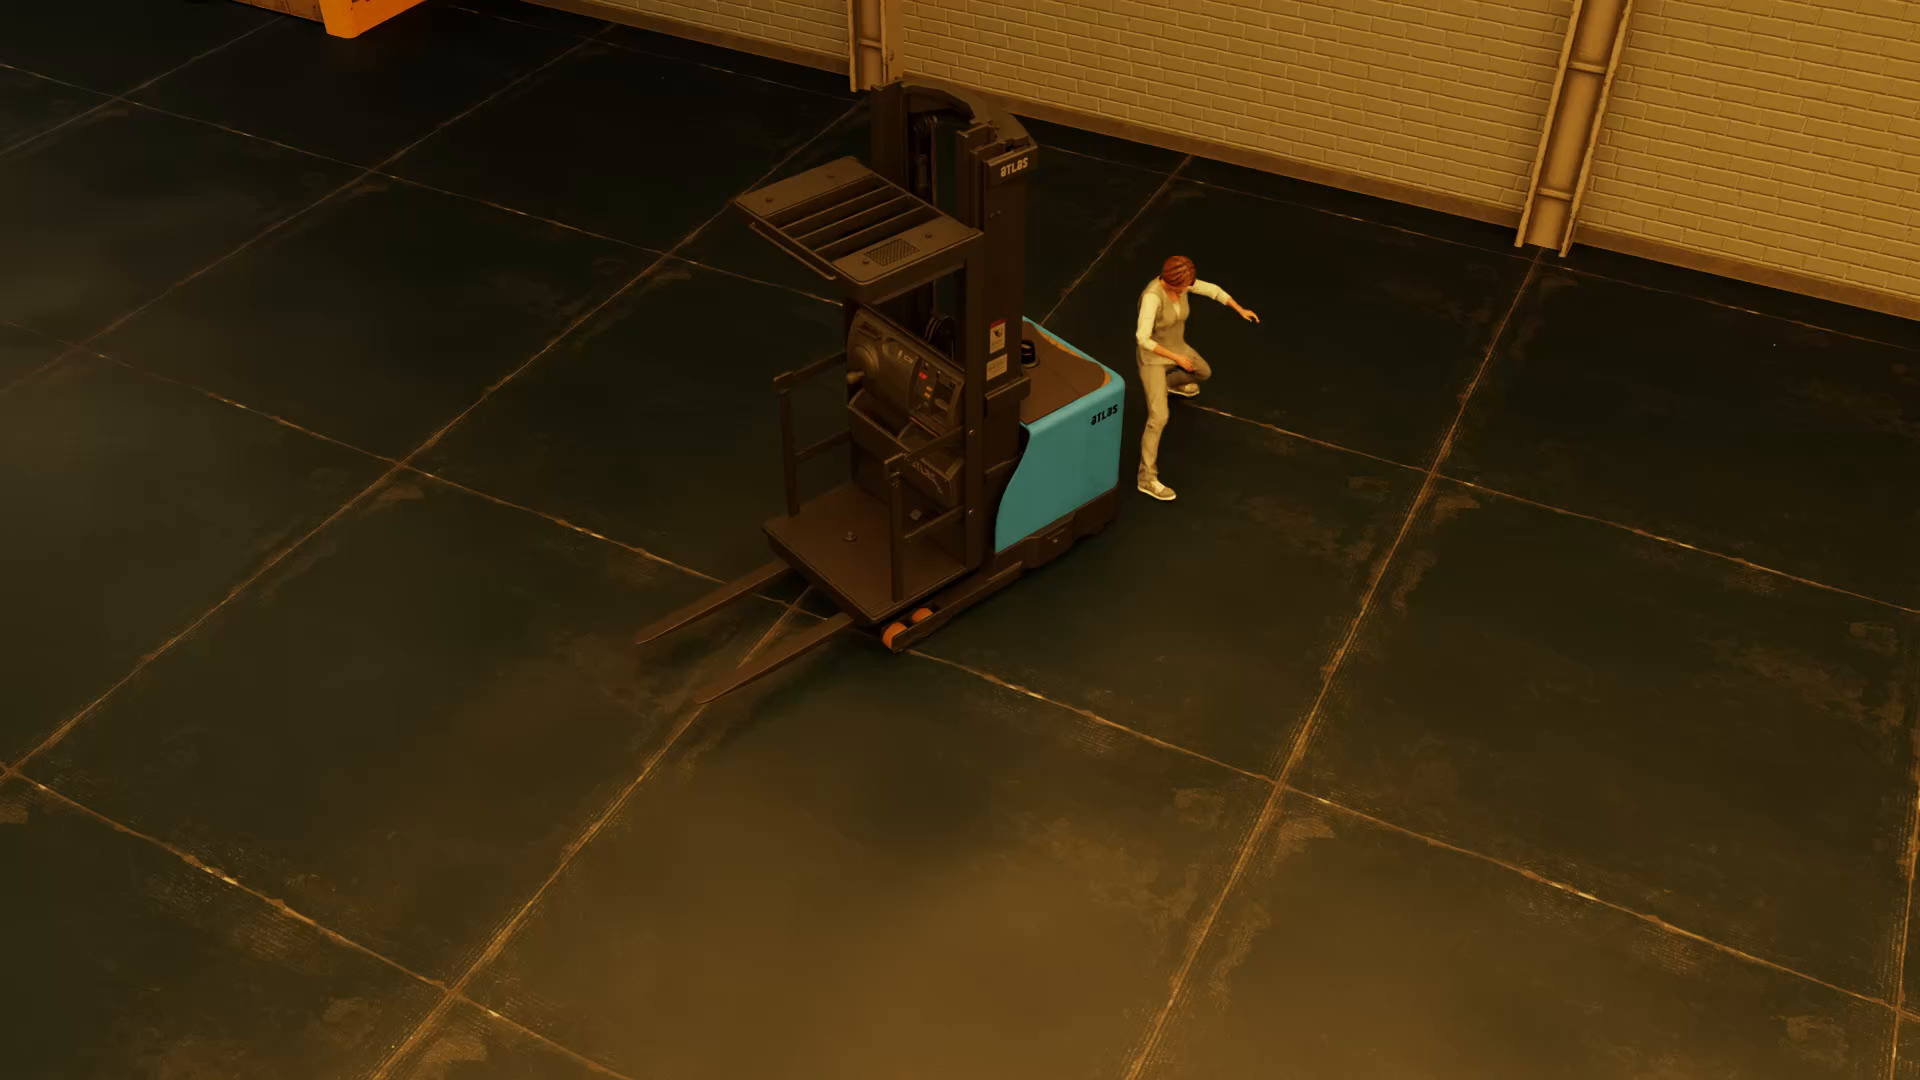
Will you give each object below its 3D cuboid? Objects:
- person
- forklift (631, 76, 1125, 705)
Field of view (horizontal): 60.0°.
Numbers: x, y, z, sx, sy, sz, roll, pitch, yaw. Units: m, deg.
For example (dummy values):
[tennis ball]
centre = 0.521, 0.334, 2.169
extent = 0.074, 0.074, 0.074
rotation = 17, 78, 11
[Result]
[person]
centre = 1.417, -1.173, 10.577
extent = 0.778, 1.386, 1.132
rotation = 32, 49, 32
[forklift]
centre = -0.465, -0.867, 9.016
extent = 3.031, 2.935, 1.130
rotation = -29, 48, -30
